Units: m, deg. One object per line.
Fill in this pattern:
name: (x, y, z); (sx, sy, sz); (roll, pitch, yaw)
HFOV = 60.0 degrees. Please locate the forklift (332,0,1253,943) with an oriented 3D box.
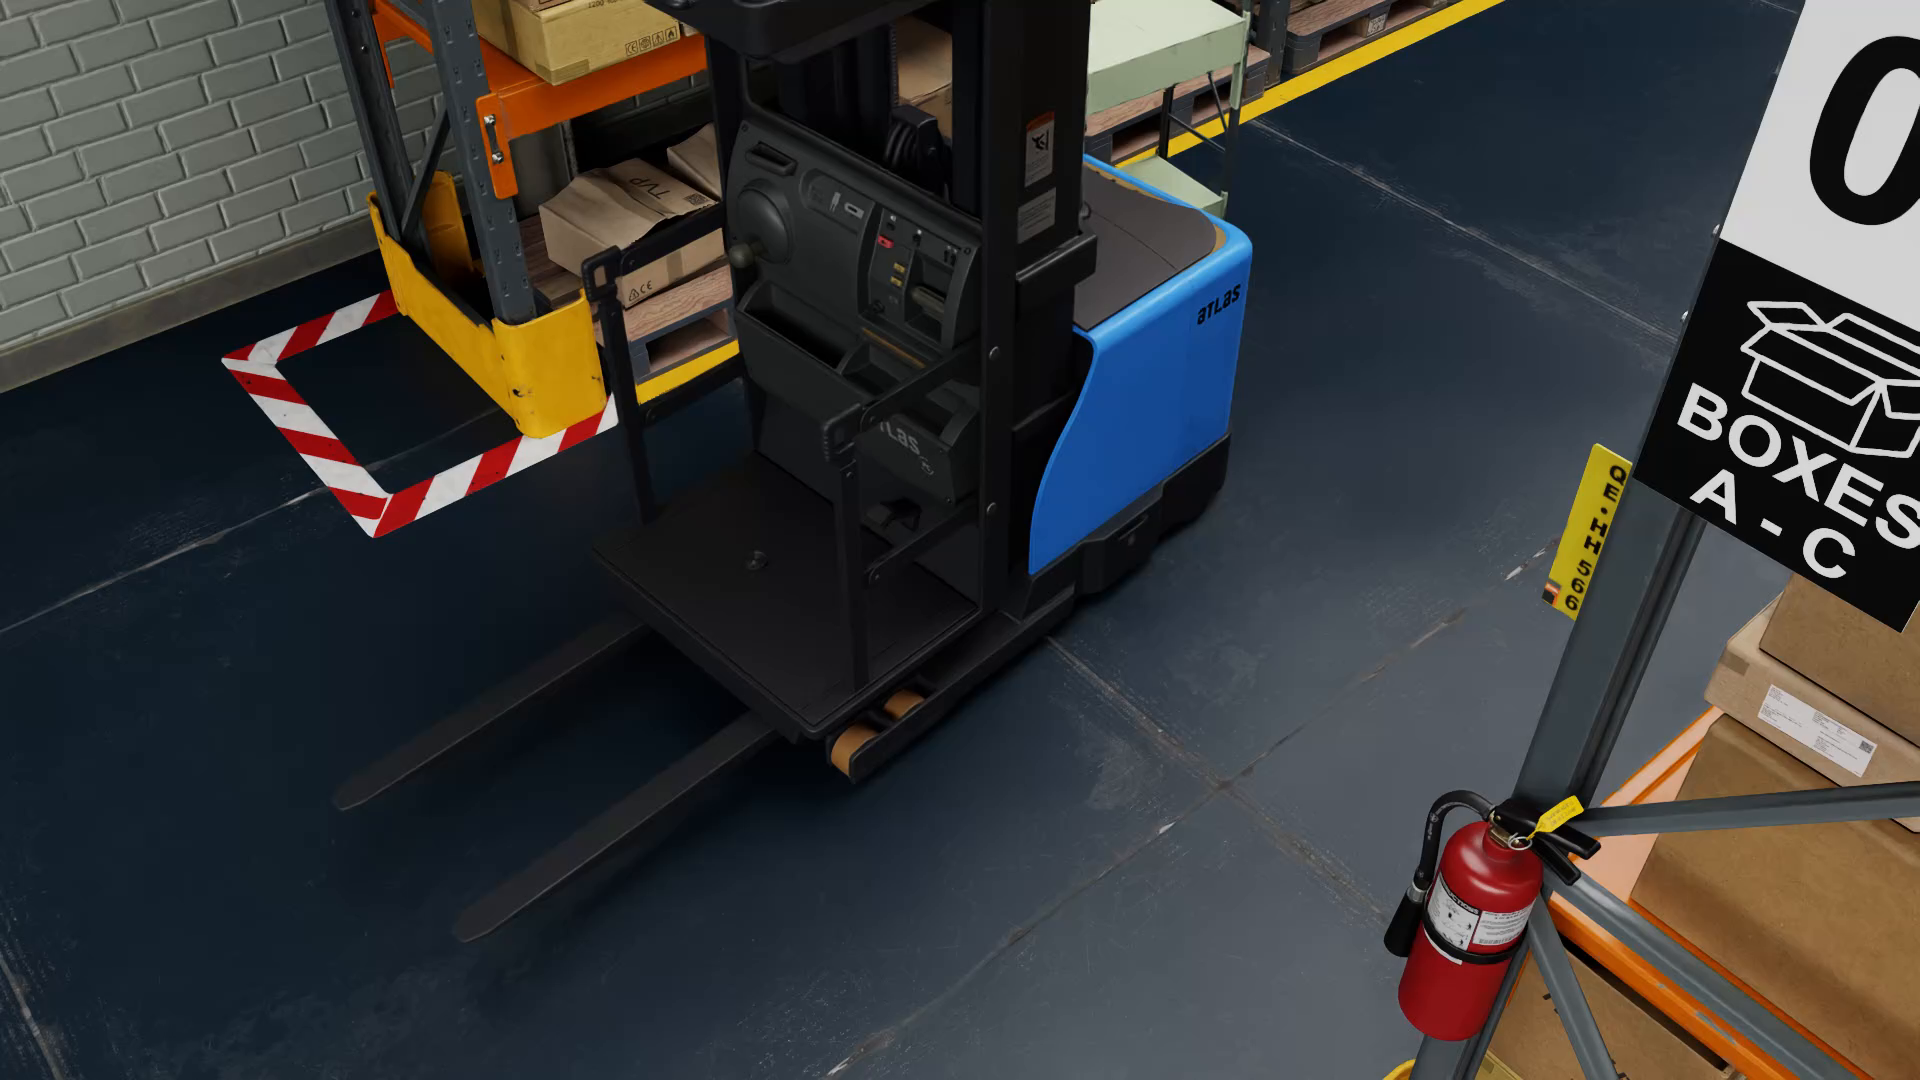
forklift: (-0.458, -0.757, 4.415); (1.130, 2.935, 3.031); (34, 53, 31)

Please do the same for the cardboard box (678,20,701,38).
cardboard box: (-0.907, -2.035, 5.820); (0.500, 0.250, 0.500); (-31, 52, -29)

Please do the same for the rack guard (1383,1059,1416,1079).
rack guard: (1.289, 1.722, 3.551); (0.348, 0.500, 1.175); (-30, 51, -28)

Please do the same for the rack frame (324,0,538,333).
rack frame: (-1.874, -1.799, 5.474); (0.127, 3.000, 1.000); (-30, 51, -28)

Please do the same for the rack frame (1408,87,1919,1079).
rack frame: (1.307, 0.801, 2.706); (0.127, 3.000, 1.000); (-30, 51, -28)

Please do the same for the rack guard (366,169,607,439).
rack guard: (-1.816, -0.921, 6.366); (0.348, 0.500, 1.175); (-30, 51, -28)

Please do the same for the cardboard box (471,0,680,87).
cardboard box: (-1.296, -1.799, 5.569); (0.500, 0.250, 0.500); (-31, 51, -29)

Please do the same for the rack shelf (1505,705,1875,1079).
rack shelf: (2.841, 0.184, 3.888); (4.000, 0.370, 1.077); (-30, 51, -28)

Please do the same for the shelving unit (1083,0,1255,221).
shelving unit: (0.595, -1.387, 6.131); (0.755, 1.500, 0.431); (-25, 49, -24)

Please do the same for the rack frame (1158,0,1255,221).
rack frame: (0.897, -1.529, 6.283); (0.023, 1.500, 0.400); (-25, 49, -24)

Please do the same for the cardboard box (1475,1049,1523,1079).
cardboard box: (1.529, 1.259, 3.920); (0.500, 0.250, 0.500); (-30, 51, -28)

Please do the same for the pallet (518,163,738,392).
pallet: (-1.170, -1.154, 6.825); (1.213, 0.211, 1.003); (-30, 51, -28)

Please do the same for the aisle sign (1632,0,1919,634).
aisle sign: (1.068, -0.272, 1.950); (0.004, 0.787, 0.394); (-30, 51, -28)

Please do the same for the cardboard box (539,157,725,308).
cardboard box: (-1.286, -1.236, 6.517); (0.500, 0.311, 0.500); (33, 52, 30)

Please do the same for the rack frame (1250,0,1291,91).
rack frame: (1.194, -3.556, 7.345); (0.127, 3.000, 1.000); (-30, 51, -28)

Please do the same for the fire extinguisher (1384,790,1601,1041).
fire extinguisher: (0.918, 0.637, 2.937); (0.183, 0.674, 0.296); (-30, 51, -28)

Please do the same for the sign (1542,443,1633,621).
sign: (0.969, 0.001, 2.539); (0.005, 0.325, 0.100); (-30, 51, -28)

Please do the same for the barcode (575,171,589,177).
barcode: (-1.528, -1.457, 6.746); (0.075, 0.075, 0.001); (-30, 51, -28)

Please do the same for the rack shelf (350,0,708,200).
rack shelf: (-0.340, -2.415, 6.656); (4.000, 0.370, 1.077); (-30, 51, -28)

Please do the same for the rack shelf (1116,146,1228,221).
rack shelf: (0.595, -1.149, 6.355); (0.720, 0.370, 0.431); (-25, 49, -24)

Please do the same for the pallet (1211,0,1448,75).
pallet: (1.790, -2.882, 8.665); (1.213, 0.211, 1.003); (-30, 51, -28)

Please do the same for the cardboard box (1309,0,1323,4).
cardboard box: (1.748, -3.137, 8.404); (0.500, 0.500, 0.700); (-28, 50, -27)

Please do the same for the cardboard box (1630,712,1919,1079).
cardboard box: (1.673, 0.566, 2.883); (0.500, 0.500, 0.700); (-30, 51, -28)

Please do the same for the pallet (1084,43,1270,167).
pallet: (0.702, -2.226, 7.966); (1.213, 0.211, 1.003); (-30, 51, -28)

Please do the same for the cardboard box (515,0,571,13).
cardboard box: (-1.315, -2.077, 5.317); (0.500, 0.500, 0.500); (-30, 51, -28)

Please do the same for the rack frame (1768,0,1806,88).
rack frame: (1.307, -1.386, 0.653); (0.127, 3.000, 1.000); (-30, 51, -28)

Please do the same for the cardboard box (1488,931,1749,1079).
cardboard box: (1.527, 0.985, 3.664); (0.500, 0.500, 0.500); (-30, 51, -28)

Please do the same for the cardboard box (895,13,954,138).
cardboard box: (-0.254, -1.851, 7.034); (0.500, 0.500, 0.700); (-33, 52, -30)

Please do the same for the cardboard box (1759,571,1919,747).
cardboard box: (1.714, 0.070, 2.464); (0.500, 0.500, 0.700); (-30, 51, -28)

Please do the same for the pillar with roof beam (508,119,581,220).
pillar with roof beam: (0.870, -2.487, 1.825); (0.400, 9.000, 9.100); (-30, 51, -28)

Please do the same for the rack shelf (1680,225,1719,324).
rack shelf: (2.841, -0.909, 2.861); (4.000, 0.370, 1.077); (-30, 51, -28)

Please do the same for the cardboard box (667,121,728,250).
cardboard box: (-0.848, -1.486, 6.784); (0.500, 0.311, 0.500); (-26, 49, -25)

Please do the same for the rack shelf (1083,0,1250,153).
rack shelf: (0.595, -1.672, 5.864); (0.720, 0.370, 0.431); (-25, 49, -24)

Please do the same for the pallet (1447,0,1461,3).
pallet: (2.727, -3.421, 9.238); (1.213, 0.211, 1.003); (-30, 51, -28)

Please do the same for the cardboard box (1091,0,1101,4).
cardboard box: (0.424, -2.328, 7.542); (0.500, 0.500, 0.500); (-34, 53, -31)

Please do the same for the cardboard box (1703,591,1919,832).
cardboard box: (1.478, 0.260, 2.735); (0.250, 0.149, 0.380); (-31, 51, -28)
